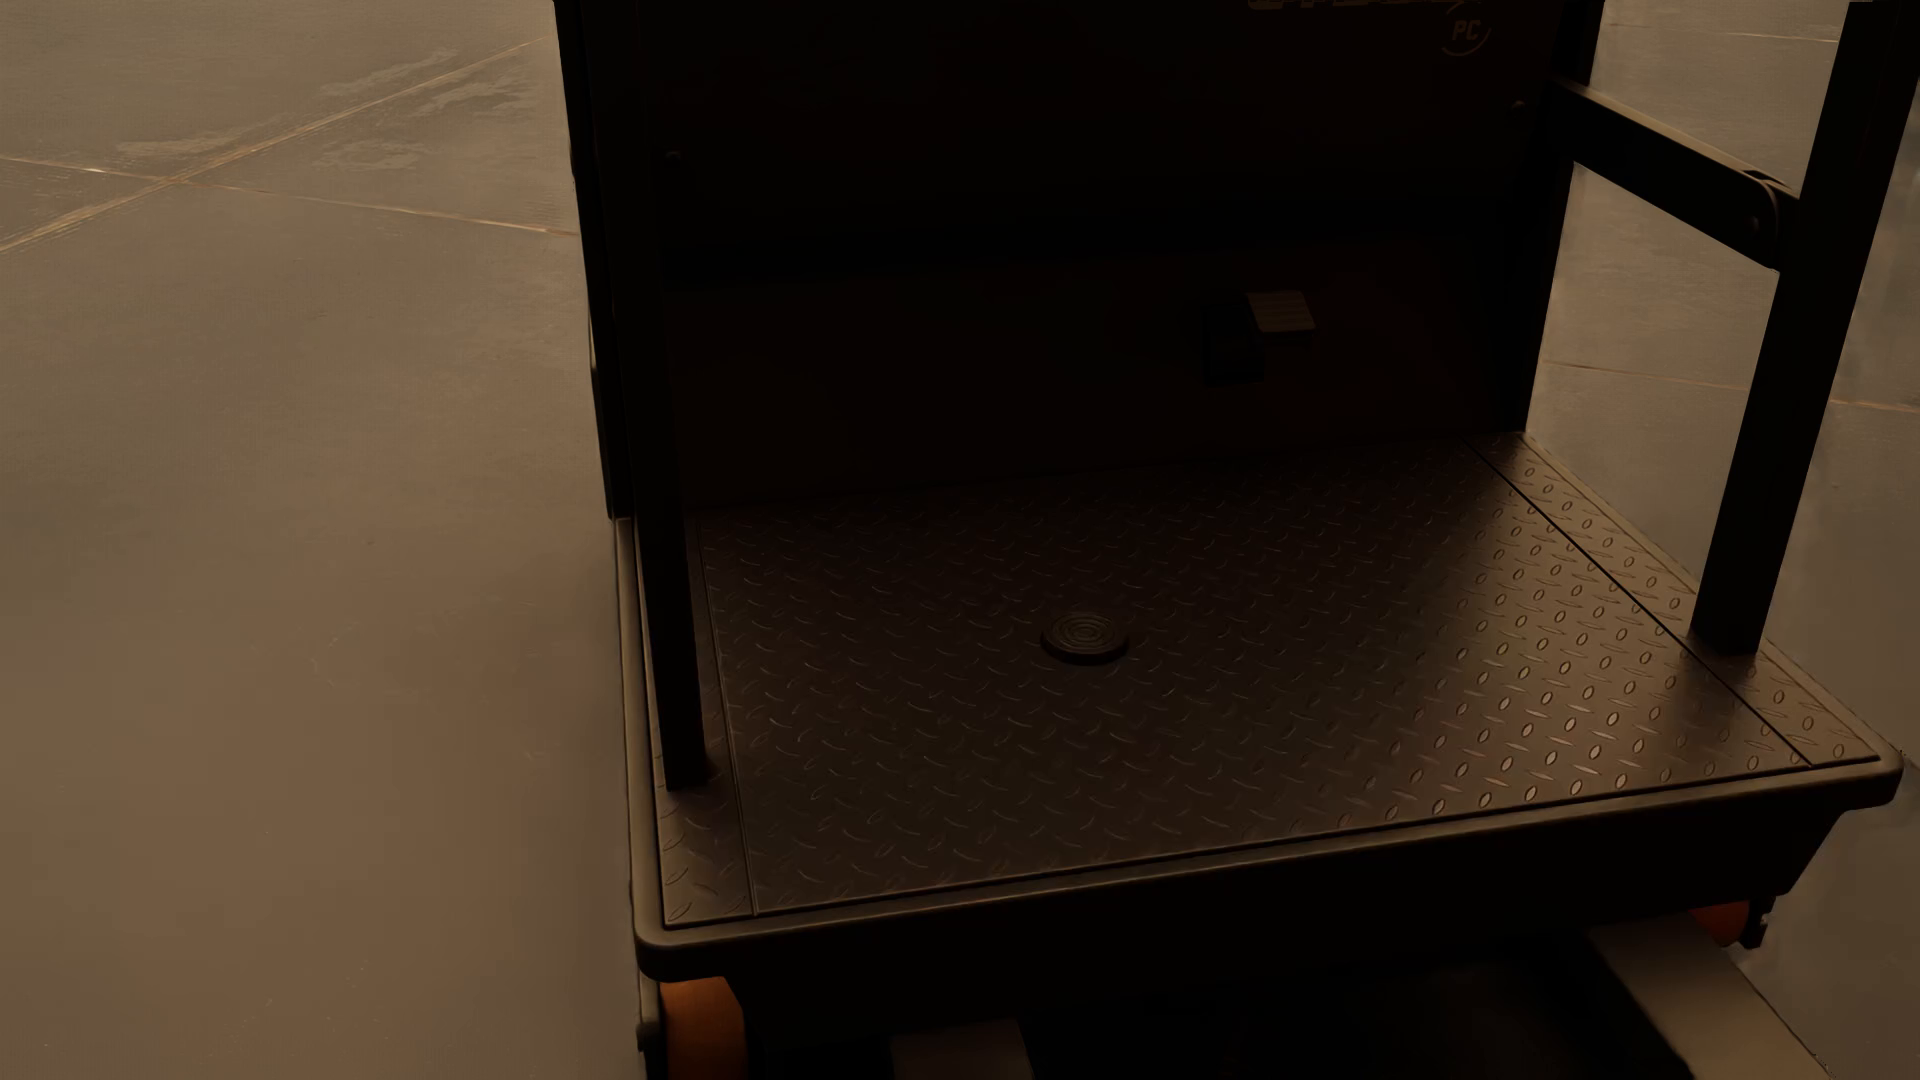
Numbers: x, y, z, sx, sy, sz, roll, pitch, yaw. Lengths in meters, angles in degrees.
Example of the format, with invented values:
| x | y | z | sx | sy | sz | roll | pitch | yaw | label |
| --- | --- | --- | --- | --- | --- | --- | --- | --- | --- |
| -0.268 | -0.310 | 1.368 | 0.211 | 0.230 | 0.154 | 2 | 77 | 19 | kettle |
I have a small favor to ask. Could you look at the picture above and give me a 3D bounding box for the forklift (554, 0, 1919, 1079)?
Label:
| x | y | z | sx | sy | sz | roll | pitch | yaw | label |
| --- | --- | --- | --- | --- | --- | --- | --- | --- | --- |
| 0.194 | -0.943 | 1.191 | 1.130 | 2.935 | 3.031 | -6 | 30 | -10 | forklift |
